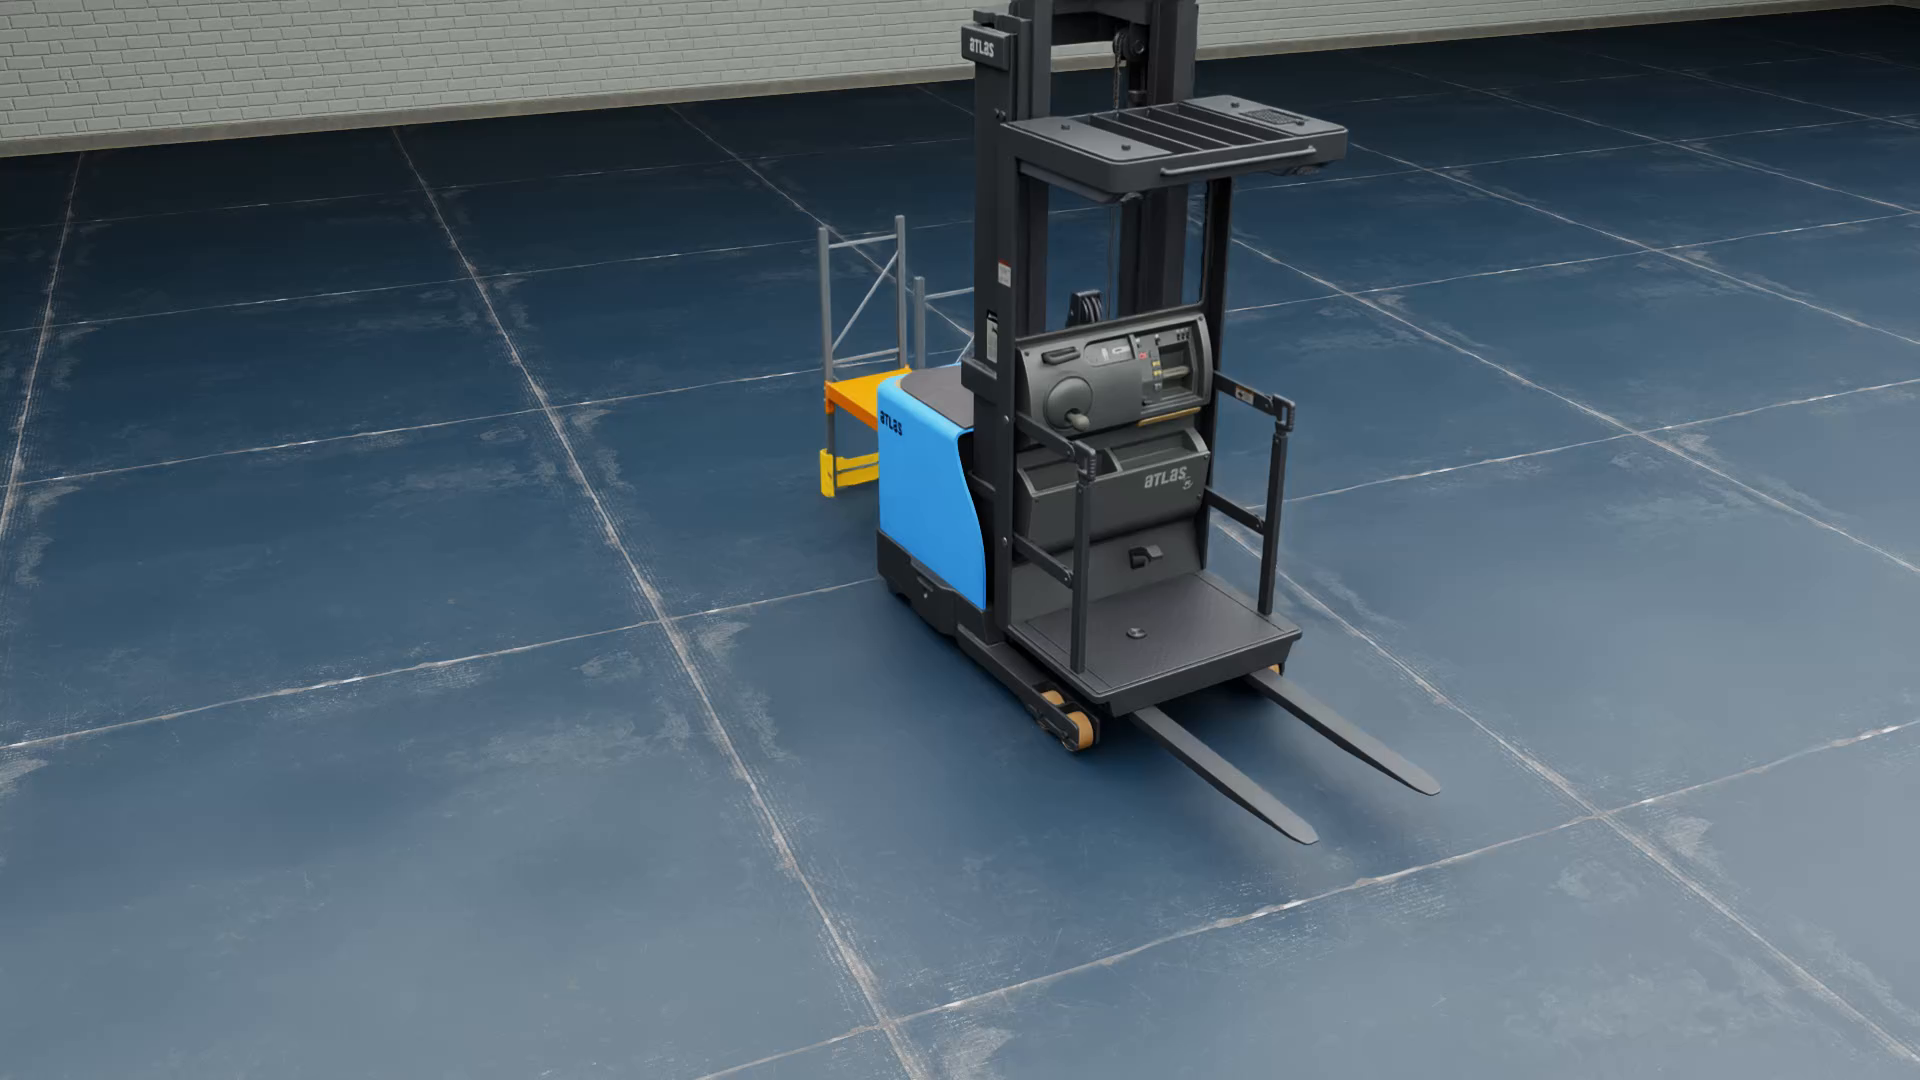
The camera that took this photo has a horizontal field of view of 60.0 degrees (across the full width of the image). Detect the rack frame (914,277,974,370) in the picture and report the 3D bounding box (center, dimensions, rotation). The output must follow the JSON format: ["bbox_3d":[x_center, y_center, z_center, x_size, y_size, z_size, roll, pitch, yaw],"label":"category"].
[{"bbox_3d":[0.003,-0.618,8.306,0.500,1.500,0.032,-15,30,-27],"label":"rack frame"}]

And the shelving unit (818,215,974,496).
[{"bbox_3d":[-0.253,-0.806,8.692,0.587,1.500,1.083,-15,30,-27],"label":"shelving unit"}]

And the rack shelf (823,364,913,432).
[{"bbox_3d":[-0.258,-0.648,8.777,0.538,0.185,1.000,-15,30,-27],"label":"rack shelf"}]

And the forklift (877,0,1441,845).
[{"bbox_3d":[0.771,-0.666,6.773,1.130,2.935,3.031,-14,30,-27],"label":"forklift"}]

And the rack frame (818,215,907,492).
[{"bbox_3d":[-0.518,-1.001,9.091,0.500,1.500,0.032,-15,30,-27],"label":"rack frame"}]

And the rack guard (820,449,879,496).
[{"bbox_3d":[-0.508,-0.432,9.350,0.587,0.250,0.087,-15,30,-27],"label":"rack guard"}]
